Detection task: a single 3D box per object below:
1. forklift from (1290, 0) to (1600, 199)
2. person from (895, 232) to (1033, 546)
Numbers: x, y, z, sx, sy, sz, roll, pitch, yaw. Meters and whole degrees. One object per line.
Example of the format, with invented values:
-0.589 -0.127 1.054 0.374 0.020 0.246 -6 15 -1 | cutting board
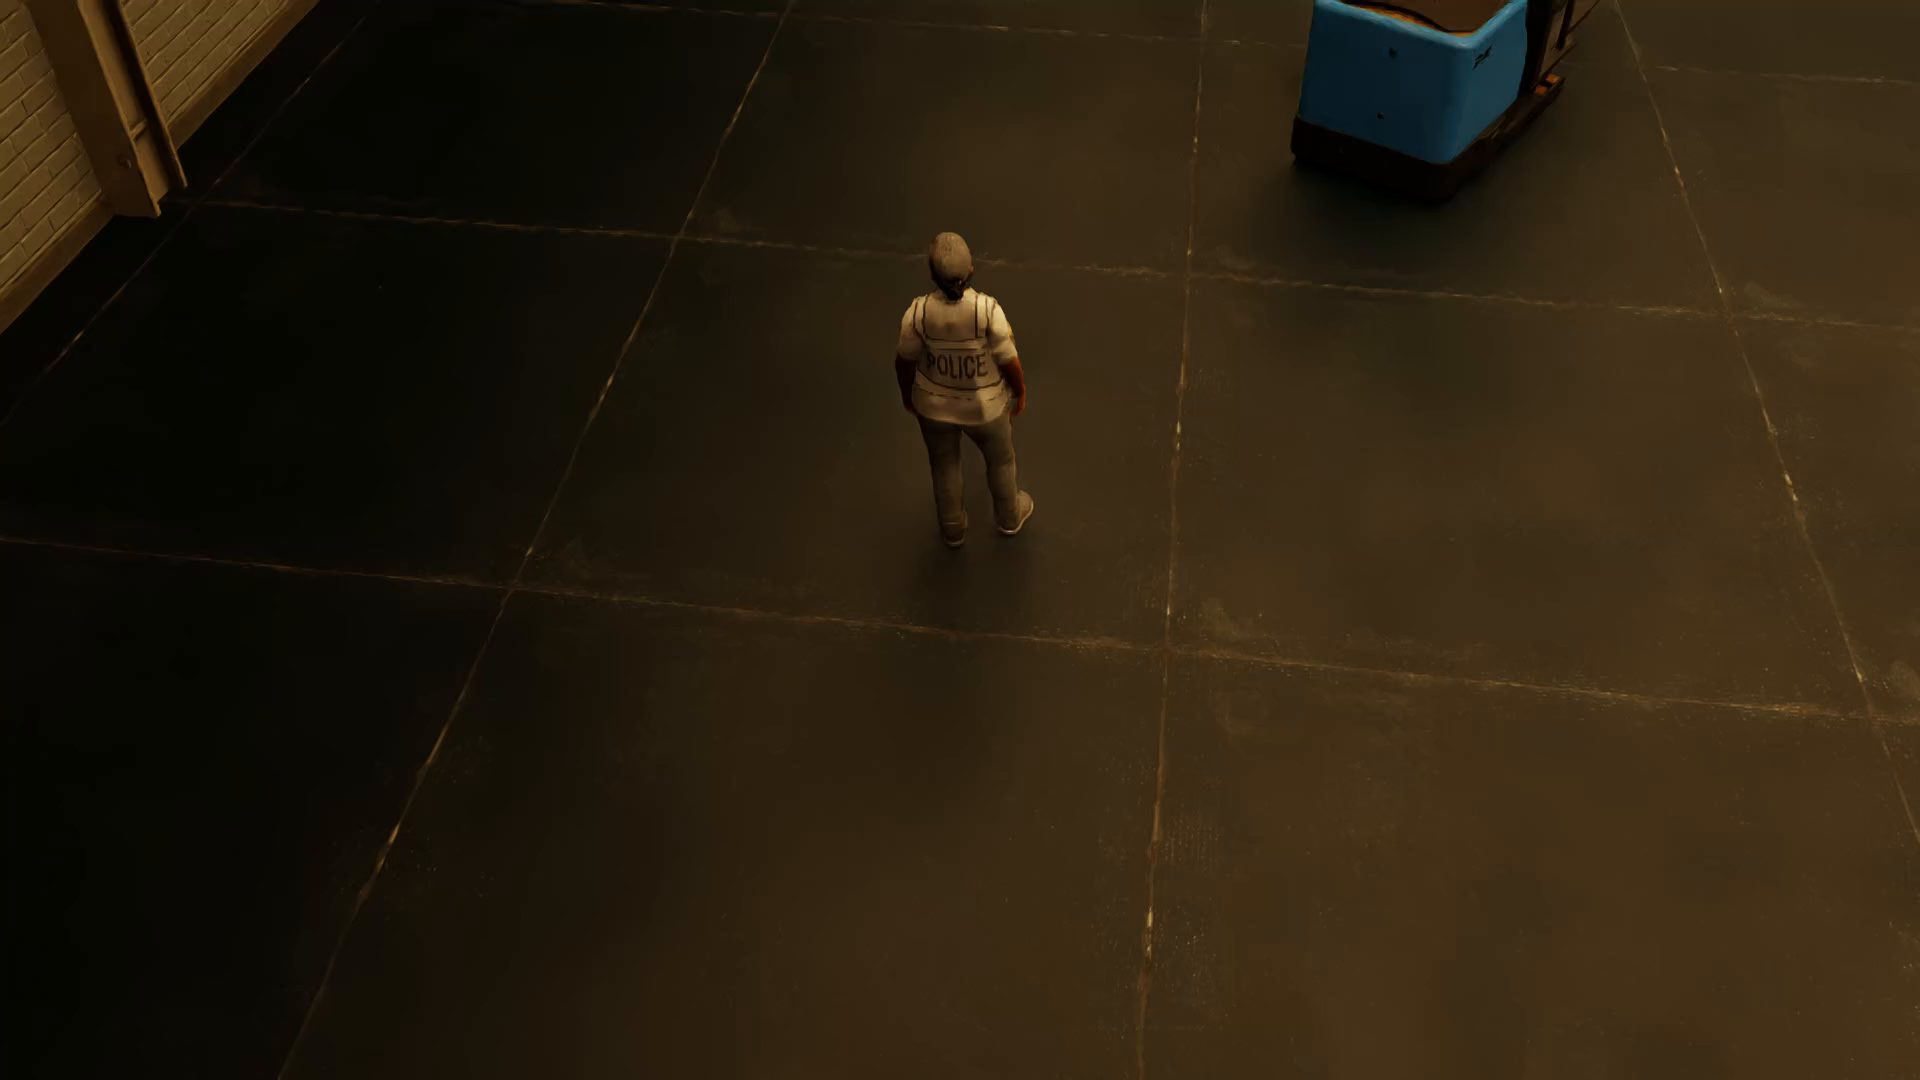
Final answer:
3.362 -4.083 10.169 1.130 2.935 3.031 27 49 26 | forklift
0.033 -0.668 7.376 0.598 1.669 0.529 5 43 6 | person
